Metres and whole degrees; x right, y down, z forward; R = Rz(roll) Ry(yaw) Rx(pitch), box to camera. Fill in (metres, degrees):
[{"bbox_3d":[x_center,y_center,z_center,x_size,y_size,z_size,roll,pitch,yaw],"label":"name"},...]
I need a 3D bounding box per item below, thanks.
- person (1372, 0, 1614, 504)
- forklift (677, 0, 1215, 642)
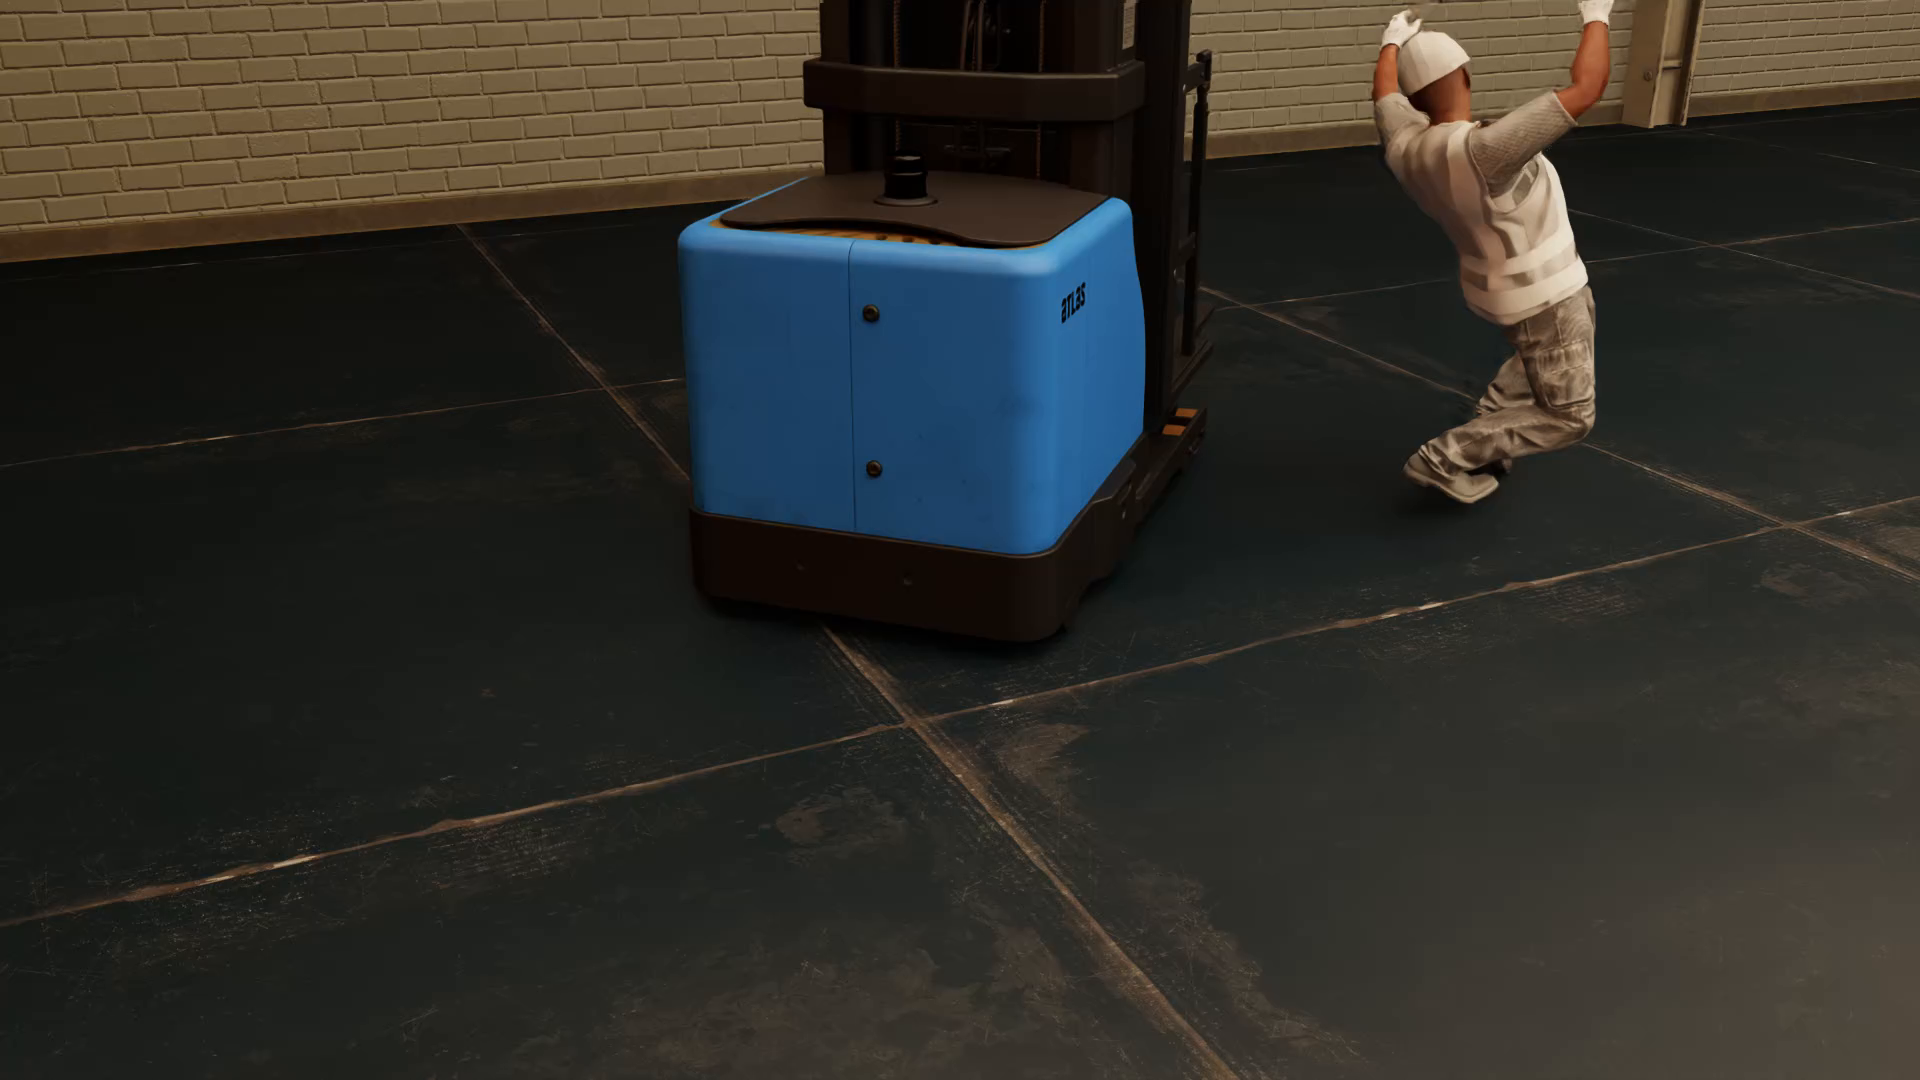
[{"bbox_3d":[1.691,-0.979,5.321,0.822,1.678,1.122,-2,23,-6],"label":"person"},{"bbox_3d":[0.229,-1.626,5.200,1.130,2.935,3.031,8,24,18],"label":"forklift"}]
